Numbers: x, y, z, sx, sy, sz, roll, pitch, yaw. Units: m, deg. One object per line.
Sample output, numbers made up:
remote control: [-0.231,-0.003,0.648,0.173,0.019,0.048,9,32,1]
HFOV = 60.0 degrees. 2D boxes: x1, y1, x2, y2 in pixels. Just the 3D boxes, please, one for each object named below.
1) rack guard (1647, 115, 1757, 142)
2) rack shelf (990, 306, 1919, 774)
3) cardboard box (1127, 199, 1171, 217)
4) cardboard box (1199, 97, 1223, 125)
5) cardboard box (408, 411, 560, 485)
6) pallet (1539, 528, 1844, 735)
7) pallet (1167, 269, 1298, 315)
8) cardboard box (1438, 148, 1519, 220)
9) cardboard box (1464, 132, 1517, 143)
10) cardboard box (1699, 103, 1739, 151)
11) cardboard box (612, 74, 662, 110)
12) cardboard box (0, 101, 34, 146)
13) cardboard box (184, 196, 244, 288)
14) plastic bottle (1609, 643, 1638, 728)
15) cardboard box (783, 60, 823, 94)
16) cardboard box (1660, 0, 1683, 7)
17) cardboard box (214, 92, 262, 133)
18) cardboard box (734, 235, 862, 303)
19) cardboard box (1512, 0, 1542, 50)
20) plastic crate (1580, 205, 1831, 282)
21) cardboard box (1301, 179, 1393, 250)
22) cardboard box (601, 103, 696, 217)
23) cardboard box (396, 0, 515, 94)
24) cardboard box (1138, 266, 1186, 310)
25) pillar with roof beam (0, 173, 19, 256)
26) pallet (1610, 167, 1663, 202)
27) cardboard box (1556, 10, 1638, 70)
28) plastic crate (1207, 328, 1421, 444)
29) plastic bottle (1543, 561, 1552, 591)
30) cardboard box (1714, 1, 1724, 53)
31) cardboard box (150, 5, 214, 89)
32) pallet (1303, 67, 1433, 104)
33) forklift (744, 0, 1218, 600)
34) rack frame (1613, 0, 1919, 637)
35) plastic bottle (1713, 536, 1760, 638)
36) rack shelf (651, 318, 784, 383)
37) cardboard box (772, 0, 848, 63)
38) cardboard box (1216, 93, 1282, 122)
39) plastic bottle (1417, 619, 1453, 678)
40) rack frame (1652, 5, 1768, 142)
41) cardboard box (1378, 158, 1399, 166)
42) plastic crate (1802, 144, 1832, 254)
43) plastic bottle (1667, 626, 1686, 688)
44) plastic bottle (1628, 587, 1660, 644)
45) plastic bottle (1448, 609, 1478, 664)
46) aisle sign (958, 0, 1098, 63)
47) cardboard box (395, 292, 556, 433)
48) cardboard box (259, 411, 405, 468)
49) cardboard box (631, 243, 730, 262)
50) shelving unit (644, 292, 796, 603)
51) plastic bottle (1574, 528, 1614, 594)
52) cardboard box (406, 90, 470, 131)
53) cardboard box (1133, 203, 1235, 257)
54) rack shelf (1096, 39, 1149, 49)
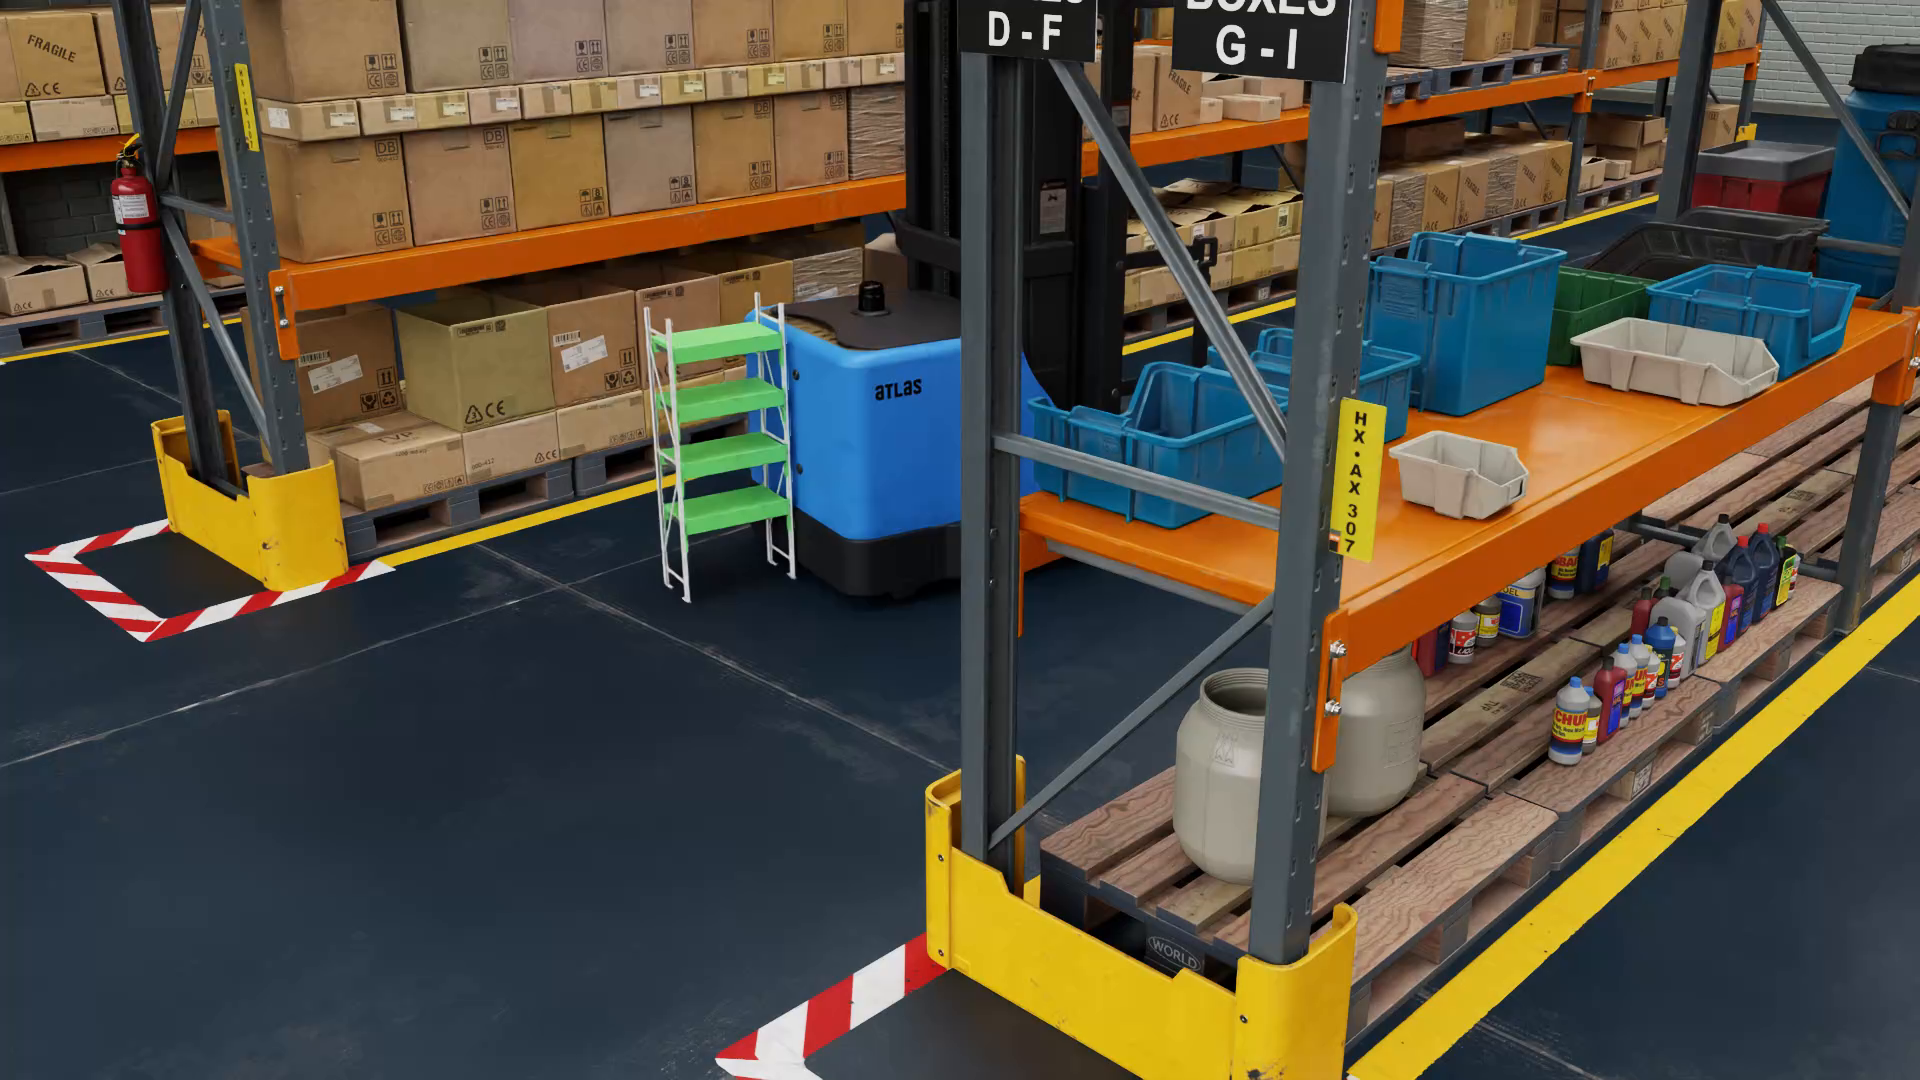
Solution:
rack guard: [7.962,-4.295,18.053,1.175,0.500,0.348,19,28,41]
rack shelf: [1.795,-0.306,5.193,1.077,0.370,4.000,19,28,41]
cardboard box: [1.141,-2.271,11.767,0.500,0.311,0.500,18,28,39]
cardboard box: [1.585,-2.966,11.460,0.250,0.149,0.380,-18,27,-38]
cardboard box: [-2.267,-0.493,7.923,0.500,0.250,0.500,19,28,41]
pallet: [2.692,0.308,6.480,1.003,0.211,1.213,19,28,41]
pallet: [1.832,-1.922,12.280,1.003,0.211,1.213,19,28,41]
cardboard box: [4.385,-3.039,14.172,0.500,0.500,0.500,20,29,41]
cardboard box: [4.713,-3.428,15.184,0.500,0.500,0.500,18,27,38]
cardboard box: [7.813,-4.319,17.500,0.500,0.500,0.500,19,28,41]
cardboard box: [-1.645,-2.160,7.970,0.380,0.149,0.250,20,28,41]
cardboard box: [-6.130,-2.593,10.320,0.500,0.250,0.500,18,28,39]
cardboard box: [-5.206,-2.124,11.790,0.700,0.500,0.500,17,27,37]
plastic bottle: [2.127,0.464,5.376,0.097,0.271,0.097,0,21,0]
cardboard box: [-0.929,-2.424,8.657,0.380,0.149,0.250,19,28,41]
cardboard box: [6.474,-5.282,15.603,0.500,0.500,0.500,18,28,39]
cardboard box: [-3.016,-1.864,7.200,0.380,0.149,0.250,19,28,40]
cardboard box: [-0.880,-1.360,9.134,0.500,0.500,0.500,19,28,41]
cardboard box: [4.734,-4.630,14.715,0.700,0.500,0.500,9,23,23]
plastic crate: [2.734,-1.024,6.145,0.767,0.338,0.504,19,28,41]
cardboard box: [2.957,-2.509,12.792,0.500,0.500,0.500,-19,28,-40]
cardboard box: [-1.733,-1.931,8.277,0.500,0.500,0.700,-19,28,-40]
cardboard box: [-2.411,-2.288,7.398,0.700,0.500,0.500,18,28,39]
cardboard box: [1.176,-1.746,11.185,0.500,0.250,0.500,-20,28,-41]
pillar with roof beam: [-3.745,-4.727,7.329,9.100,9.000,0.400,19,28,41]
pallet: [6.556,-3.643,16.759,1.003,0.211,1.213,19,28,41]
cardboard box: [5.776,-4.563,15.125,0.500,0.500,0.500,-19,28,-41]
plastic crate: [0.992,-0.428,4.713,0.499,0.251,0.408,19,28,41]
plastic bottle: [2.199,0.027,6.402,0.144,0.351,0.185,18,27,38]
cardboard box: [7.187,-5.084,16.481,0.500,0.500,0.500,20,28,41]
cardboard box: [-5.081,-3.336,11.208,0.500,0.500,0.500,-19,28,-40]
pallet: [2.857,-3.527,12.838,1.213,0.211,1.003,19,28,41]
forklift: [0.574,-1.503,7.401,3.031,2.935,1.130,-13,24,-30]
rack frame: [3.191,-1.156,6.402,1.000,3.000,0.127,19,28,41]
plastic bottle: [2.814,0.162,6.051,0.144,0.351,0.185,18,27,38]
rack shelf: [-0.987,-0.770,6.743,0.480,0.148,0.258,-13,25,-30]
cardboard box: [-1.012,-2.803,8.739,0.700,0.500,0.500,19,28,41]
cardboard box: [2.005,-3.007,11.568,0.380,0.149,0.250,19,28,41]
plastic bottle: [1.639,0.321,5.730,0.061,0.283,0.133,19,28,41]
rack frame: [8.016,-5.481,17.655,1.000,3.000,0.127,19,28,41]
cardboard box: [3.280,-2.896,13.798,0.500,0.500,0.500,18,27,39]
plastic crate: [3.737,-1.510,7.345,0.392,0.384,0.575,19,28,41]
plastic bottle: [2.410,0.393,5.659,0.097,0.201,0.097,0,21,0]
plastic bottle: [2.396,0.291,5.810,0.061,0.283,0.133,19,28,41]
plastic bottle: [1.762,0.324,5.838,0.097,0.201,0.097,0,21,0]
aisle sign: [0.137,-1.397,3.405,0.394,0.787,0.004,19,28,41]
cardboard box: [-2.265,-0.842,7.787,0.500,0.500,0.500,19,28,41]
cardboard box: [-2.984,-0.493,7.923,0.500,0.250,0.500,19,28,41]
cardboard box: [-1.601,-1.361,9.138,0.500,0.500,0.500,19,28,41]
shelving unit: [-0.985,-0.382,6.893,0.503,1.200,0.258,-13,25,-30]
plastic bottle: [2.434,0.015,6.434,0.144,0.351,0.185,19,28,41]
cardboard box: [-2.361,-1.897,7.286,0.380,0.149,0.250,19,28,41]
cardboard box: [1.534,-2.139,11.424,0.500,0.311,0.500,19,28,40]
rack shelf: [0.278,-4.842,16.994,1.077,0.370,4.000,19,28,41]
